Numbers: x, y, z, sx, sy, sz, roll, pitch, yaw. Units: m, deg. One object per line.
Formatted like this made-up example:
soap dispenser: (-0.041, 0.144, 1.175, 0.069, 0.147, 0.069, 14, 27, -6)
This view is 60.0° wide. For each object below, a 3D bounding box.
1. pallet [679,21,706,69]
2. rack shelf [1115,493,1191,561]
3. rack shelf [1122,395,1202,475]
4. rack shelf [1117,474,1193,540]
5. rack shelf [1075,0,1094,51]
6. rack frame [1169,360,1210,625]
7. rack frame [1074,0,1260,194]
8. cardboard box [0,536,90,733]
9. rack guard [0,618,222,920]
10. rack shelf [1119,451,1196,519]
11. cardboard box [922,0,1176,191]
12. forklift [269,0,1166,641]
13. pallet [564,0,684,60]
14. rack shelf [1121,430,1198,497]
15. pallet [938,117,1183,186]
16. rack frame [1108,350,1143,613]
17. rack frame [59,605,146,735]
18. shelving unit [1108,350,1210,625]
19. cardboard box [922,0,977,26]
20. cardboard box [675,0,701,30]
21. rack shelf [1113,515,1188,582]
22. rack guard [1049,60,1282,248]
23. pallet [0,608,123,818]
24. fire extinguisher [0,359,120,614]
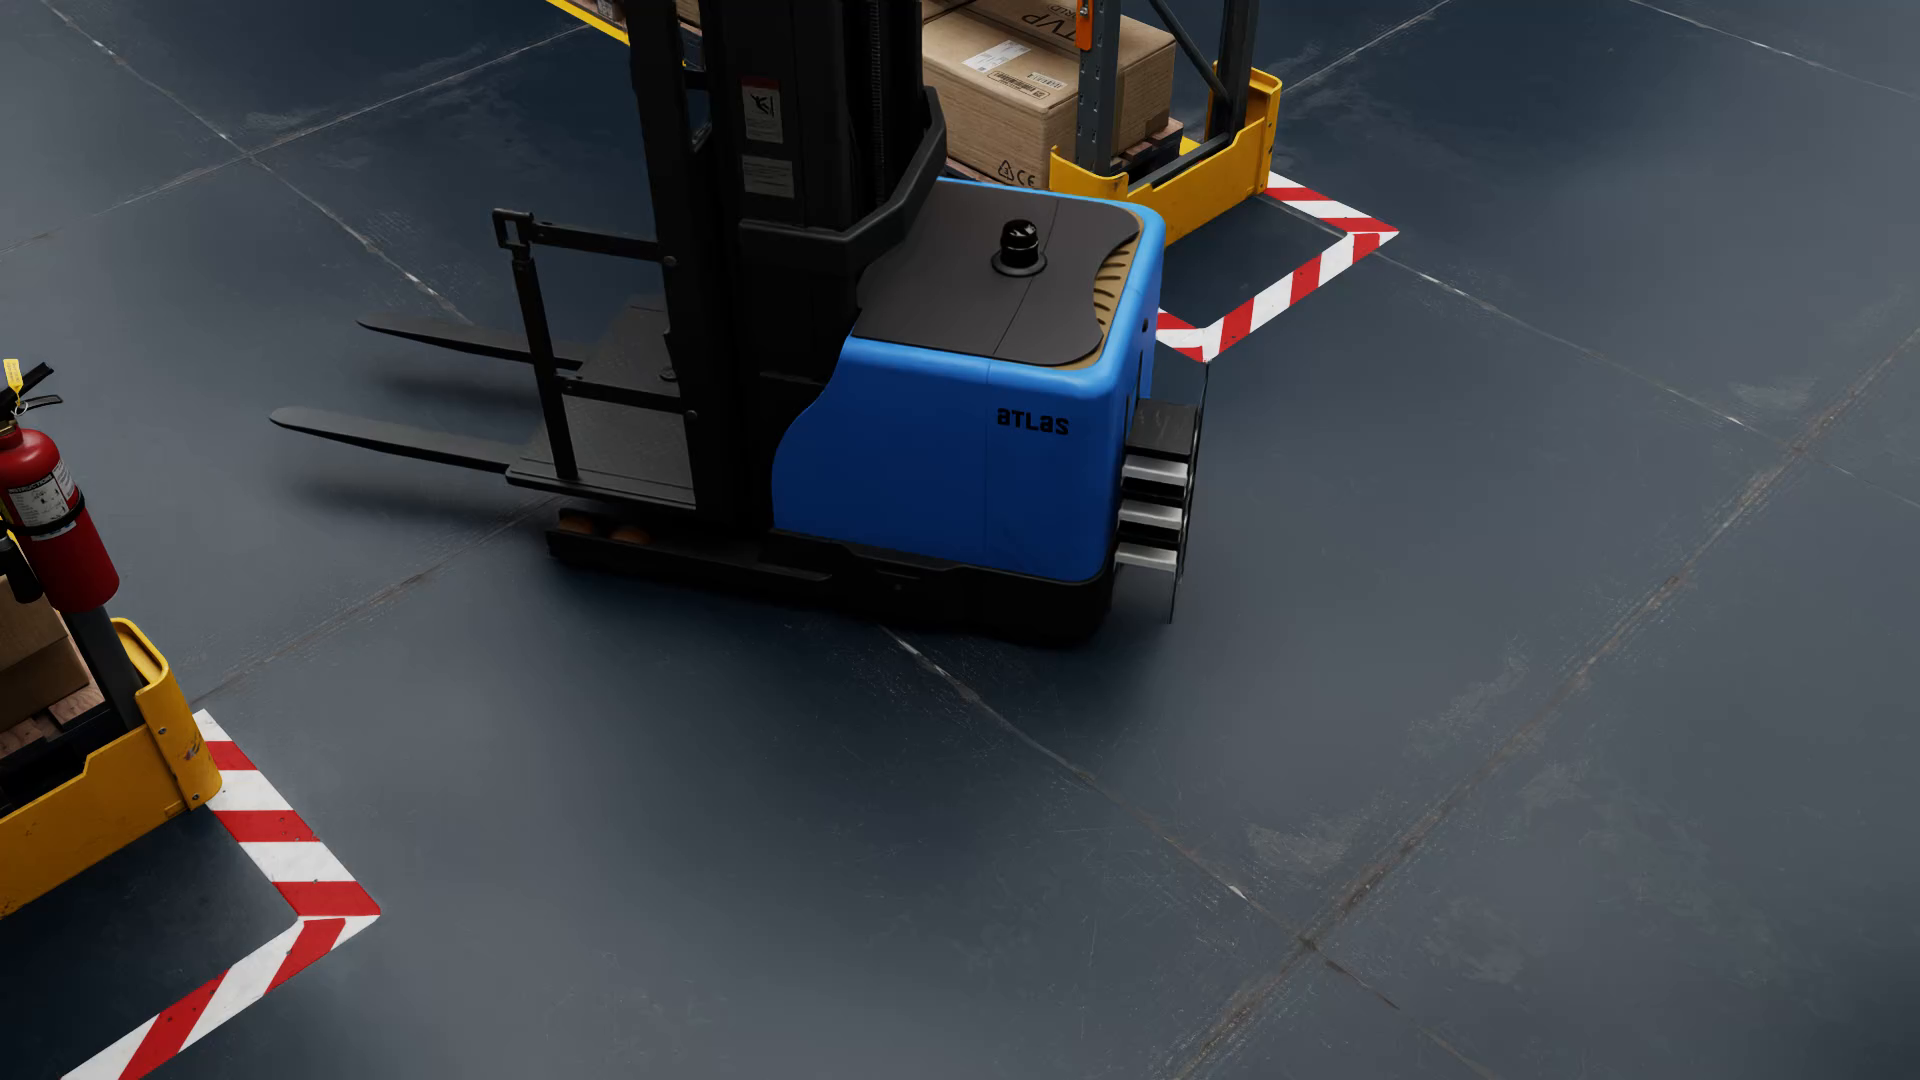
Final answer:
pallet: (-0.620, -2.420, 8.214, 1.003, 0.211, 1.213, -34, 53, -31)
rack shelf: (0.621, -0.059, 5.333, 0.200, 0.077, 0.258, 10, 44, 11)
rack shelf: (0.621, -0.324, 5.088, 0.200, 0.077, 0.258, 10, 44, 11)
rack shelf: (0.621, -0.125, 5.272, 0.200, 0.077, 0.258, 10, 44, 11)
rack shelf: (-0.555, -3.208, 7.542, 1.077, 0.370, 4.000, -34, 53, -31)
rack frame: (0.719, -0.132, 5.230, 0.006, 0.900, 0.240, 10, 44, 11)
rack frame: (0.857, -2.512, 6.258, 1.000, 3.000, 0.127, -34, 53, -31)
cardboard box: (-3.020, 0.292, 4.753, 0.637, 0.503, 0.797, 32, 52, 30)
rack guard: (-2.708, 0.751, 4.569, 1.175, 0.500, 0.348, -34, 53, -31)
rack shelf: (0.621, -0.191, 5.211, 0.200, 0.077, 0.258, 10, 44, 11)
cardboard box: (0.320, -1.994, 7.276, 0.875, 0.438, 0.875, 32, 52, 30)
forklift: (-0.901, -1.299, 4.996, 3.031, 2.935, 1.130, 10, 44, 11)
pallet: (-1.486, -3.007, 8.848, 1.003, 0.211, 1.213, -34, 53, -31)
rack shelf: (0.621, -0.257, 5.149, 0.200, 0.077, 0.258, 10, 44, 11)
pallet: (0.237, -1.834, 7.579, 1.003, 0.211, 1.213, -34, 53, -31)
rack frame: (0.523, -0.167, 5.268, 0.006, 0.900, 0.240, 10, 44, 11)
rack frame: (-2.655, -0.131, 3.681, 1.000, 3.000, 0.127, -34, 53, -31)
shelving unit: (0.621, -0.150, 5.249, 0.210, 0.900, 0.258, 10, 44, 11)
cardboard box: (-0.332, -2.430, 7.748, 0.875, 0.438, 0.875, -33, 52, -30)
cardboard box: (-0.968, -2.864, 8.217, 0.875, 0.438, 0.875, 33, 52, 30)
rack shelf: (0.621, 0.007, 5.394, 0.200, 0.077, 0.258, 10, 44, 11)
rack guard: (0.874, -1.582, 7.094, 1.175, 0.500, 0.348, -34, 53, -31)
pallet: (-3.272, 0.474, 5.081, 1.003, 0.211, 1.213, -34, 53, -31)
fire extinguisher: (-2.224, -0.116, 3.997, 0.296, 0.674, 0.183, -34, 53, -31)
